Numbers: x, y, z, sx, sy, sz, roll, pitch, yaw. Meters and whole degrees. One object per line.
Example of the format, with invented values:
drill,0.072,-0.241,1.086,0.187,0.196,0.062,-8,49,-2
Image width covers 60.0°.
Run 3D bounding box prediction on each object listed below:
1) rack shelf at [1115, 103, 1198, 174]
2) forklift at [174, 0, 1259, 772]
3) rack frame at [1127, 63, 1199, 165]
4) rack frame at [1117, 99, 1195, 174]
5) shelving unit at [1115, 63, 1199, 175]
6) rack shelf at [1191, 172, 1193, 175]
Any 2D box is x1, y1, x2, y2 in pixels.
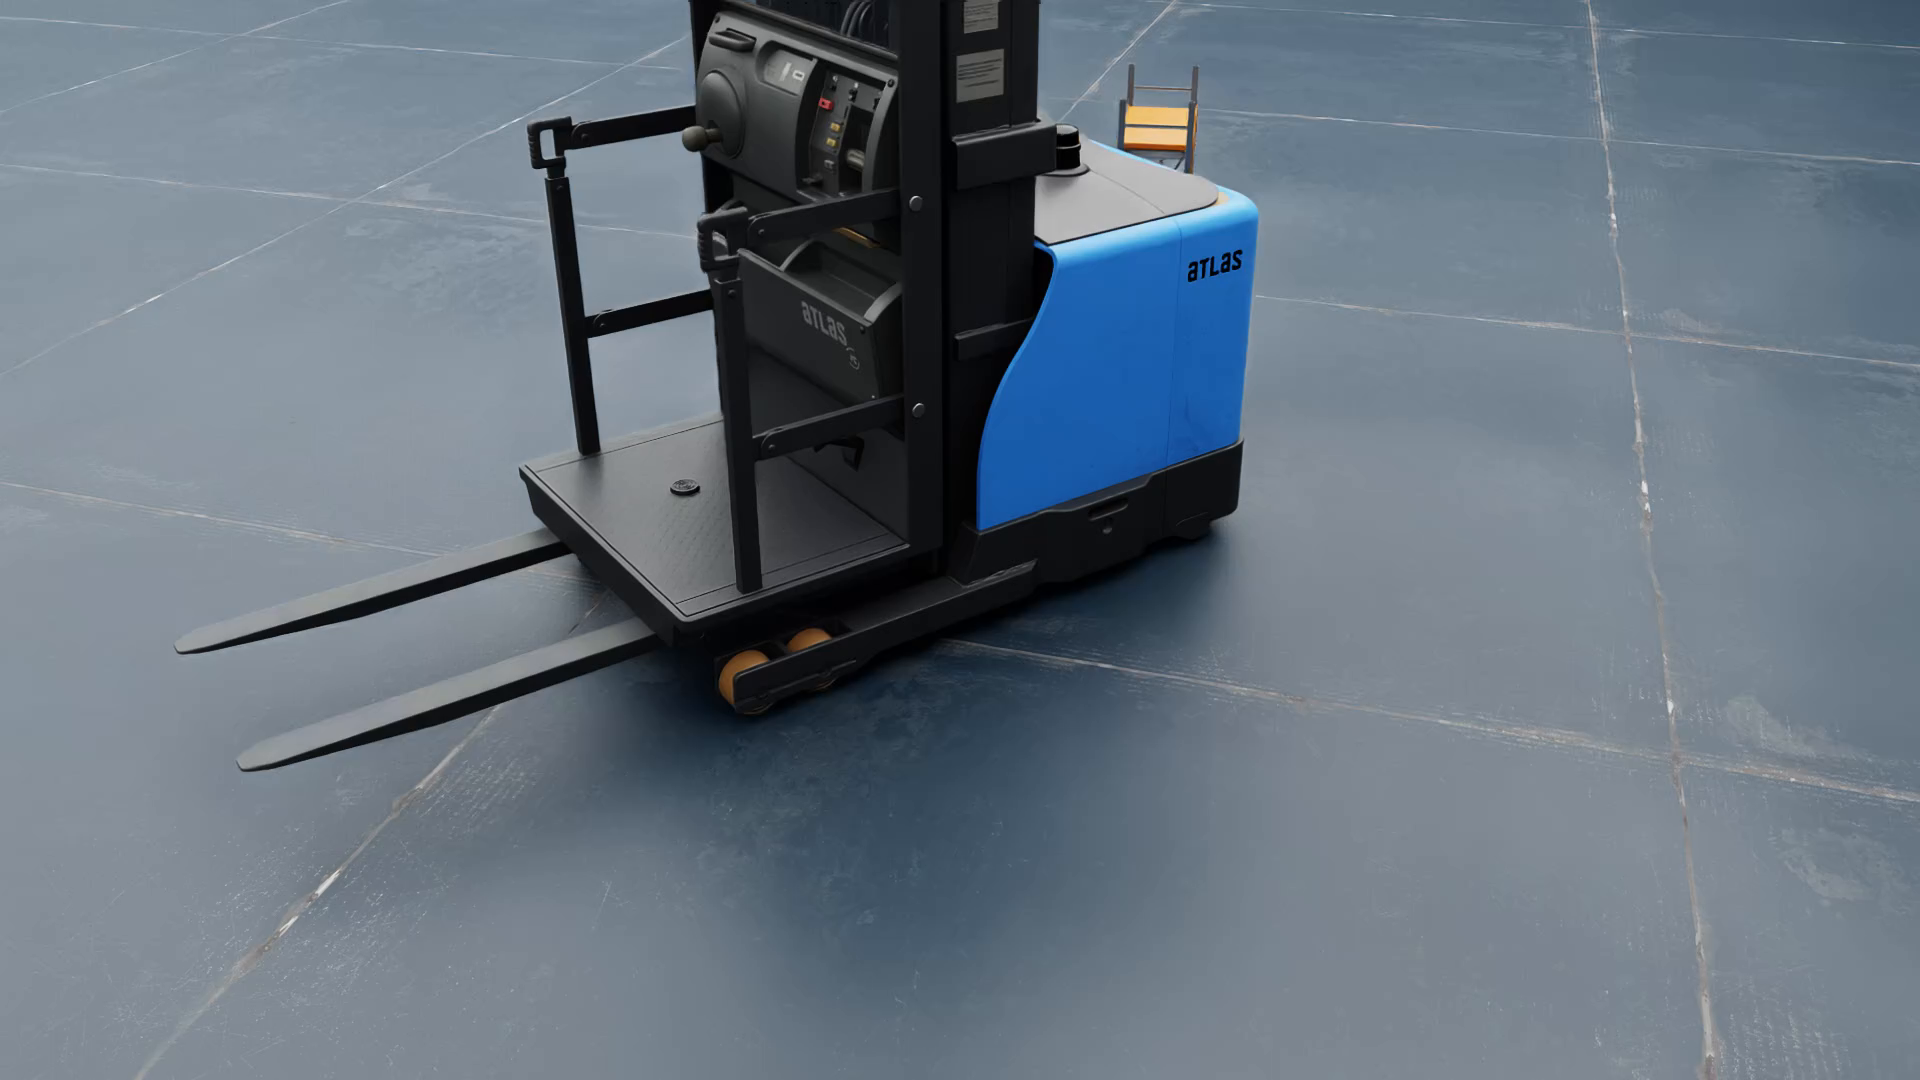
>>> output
rack shelf,0.665,-1.336,5.609,0.258,0.148,0.480,4,29,7
forklift,-0.610,-1.110,4.230,3.031,2.935,1.130,-19,34,-30
rack frame,0.701,-1.110,6.011,0.240,1.200,0.015,4,29,7
rack frame,0.629,-0.875,5.589,0.240,1.200,0.015,4,29,7
shelving unit,0.665,-0.993,5.800,0.258,1.200,0.503,4,29,7
rack shelf,0.665,-1.129,5.724,0.258,0.148,0.480,4,29,7
